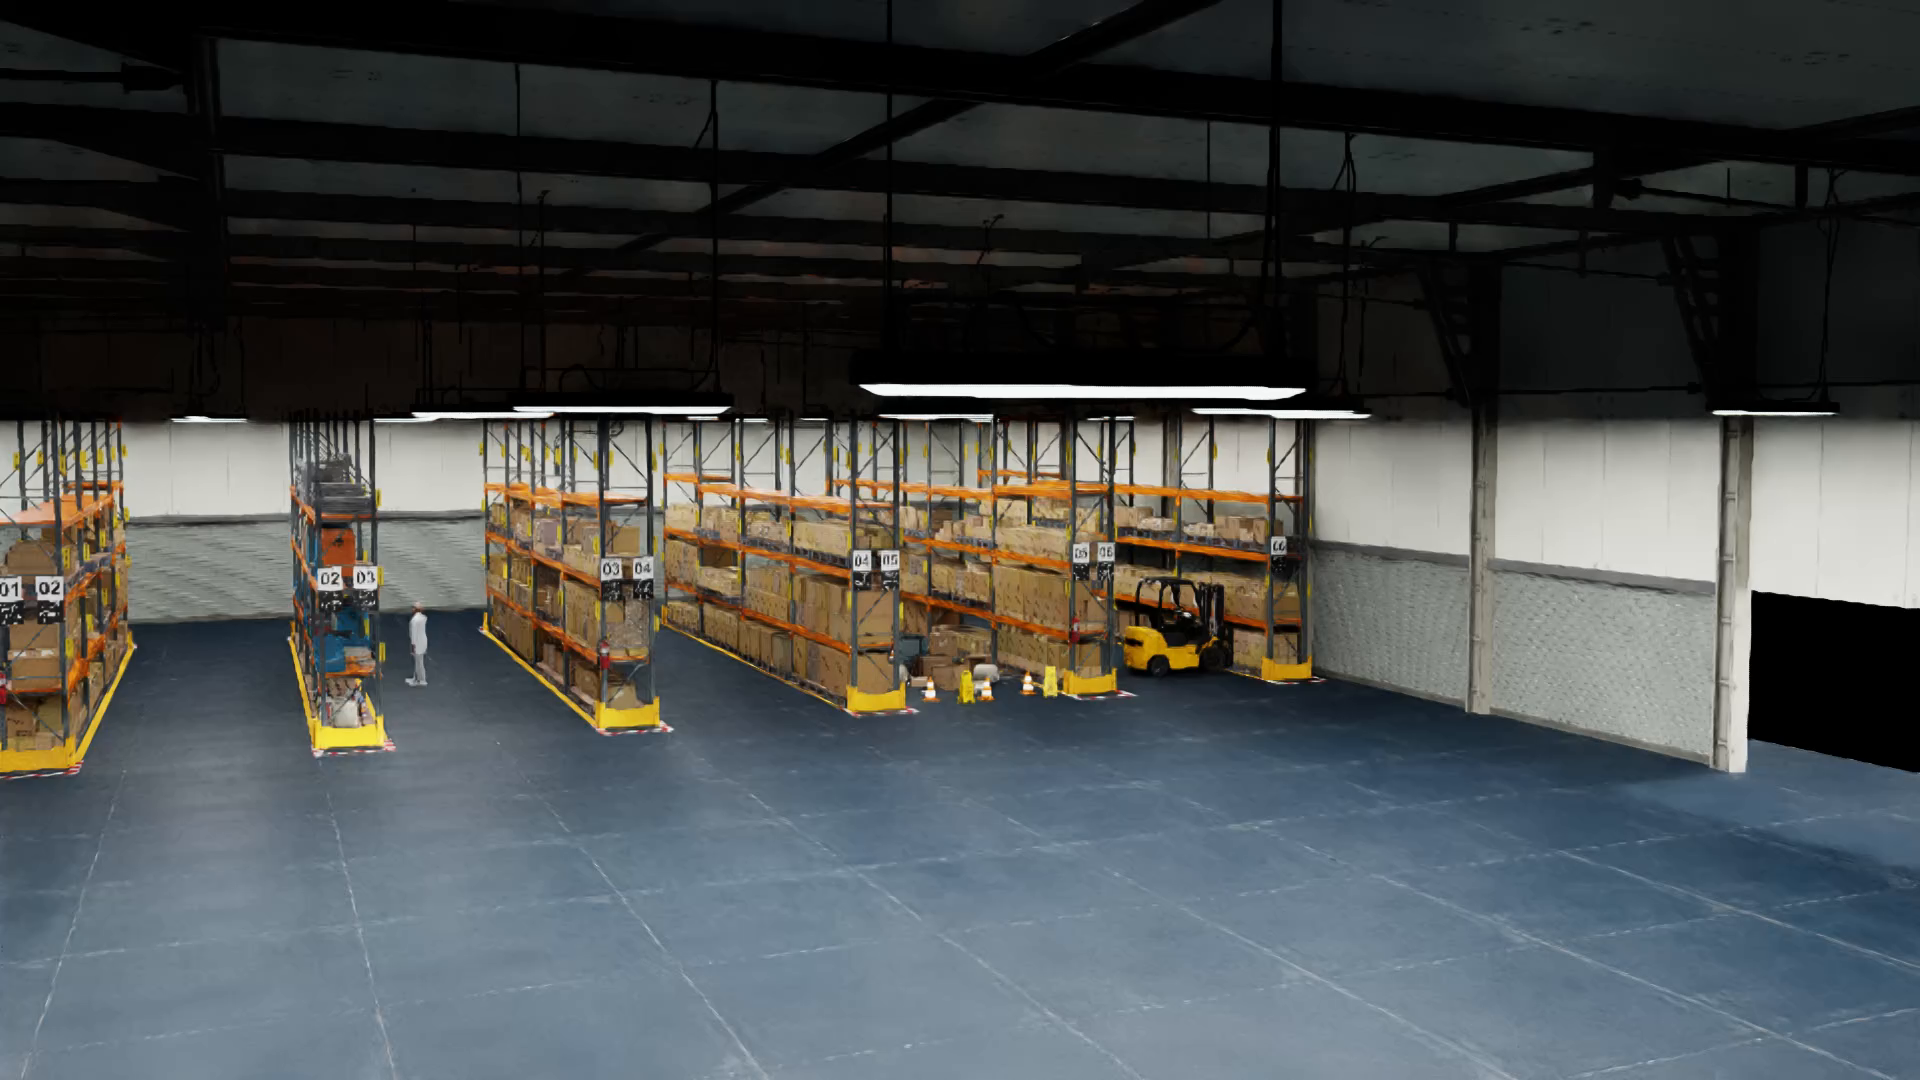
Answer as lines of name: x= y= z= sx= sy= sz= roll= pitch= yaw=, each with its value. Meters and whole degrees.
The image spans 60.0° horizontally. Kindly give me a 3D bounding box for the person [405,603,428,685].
person: x=-11.915 y=2.269 z=36.392 sx=0.556 sy=1.781 sz=0.631 roll=0 pitch=4 yaw=7
